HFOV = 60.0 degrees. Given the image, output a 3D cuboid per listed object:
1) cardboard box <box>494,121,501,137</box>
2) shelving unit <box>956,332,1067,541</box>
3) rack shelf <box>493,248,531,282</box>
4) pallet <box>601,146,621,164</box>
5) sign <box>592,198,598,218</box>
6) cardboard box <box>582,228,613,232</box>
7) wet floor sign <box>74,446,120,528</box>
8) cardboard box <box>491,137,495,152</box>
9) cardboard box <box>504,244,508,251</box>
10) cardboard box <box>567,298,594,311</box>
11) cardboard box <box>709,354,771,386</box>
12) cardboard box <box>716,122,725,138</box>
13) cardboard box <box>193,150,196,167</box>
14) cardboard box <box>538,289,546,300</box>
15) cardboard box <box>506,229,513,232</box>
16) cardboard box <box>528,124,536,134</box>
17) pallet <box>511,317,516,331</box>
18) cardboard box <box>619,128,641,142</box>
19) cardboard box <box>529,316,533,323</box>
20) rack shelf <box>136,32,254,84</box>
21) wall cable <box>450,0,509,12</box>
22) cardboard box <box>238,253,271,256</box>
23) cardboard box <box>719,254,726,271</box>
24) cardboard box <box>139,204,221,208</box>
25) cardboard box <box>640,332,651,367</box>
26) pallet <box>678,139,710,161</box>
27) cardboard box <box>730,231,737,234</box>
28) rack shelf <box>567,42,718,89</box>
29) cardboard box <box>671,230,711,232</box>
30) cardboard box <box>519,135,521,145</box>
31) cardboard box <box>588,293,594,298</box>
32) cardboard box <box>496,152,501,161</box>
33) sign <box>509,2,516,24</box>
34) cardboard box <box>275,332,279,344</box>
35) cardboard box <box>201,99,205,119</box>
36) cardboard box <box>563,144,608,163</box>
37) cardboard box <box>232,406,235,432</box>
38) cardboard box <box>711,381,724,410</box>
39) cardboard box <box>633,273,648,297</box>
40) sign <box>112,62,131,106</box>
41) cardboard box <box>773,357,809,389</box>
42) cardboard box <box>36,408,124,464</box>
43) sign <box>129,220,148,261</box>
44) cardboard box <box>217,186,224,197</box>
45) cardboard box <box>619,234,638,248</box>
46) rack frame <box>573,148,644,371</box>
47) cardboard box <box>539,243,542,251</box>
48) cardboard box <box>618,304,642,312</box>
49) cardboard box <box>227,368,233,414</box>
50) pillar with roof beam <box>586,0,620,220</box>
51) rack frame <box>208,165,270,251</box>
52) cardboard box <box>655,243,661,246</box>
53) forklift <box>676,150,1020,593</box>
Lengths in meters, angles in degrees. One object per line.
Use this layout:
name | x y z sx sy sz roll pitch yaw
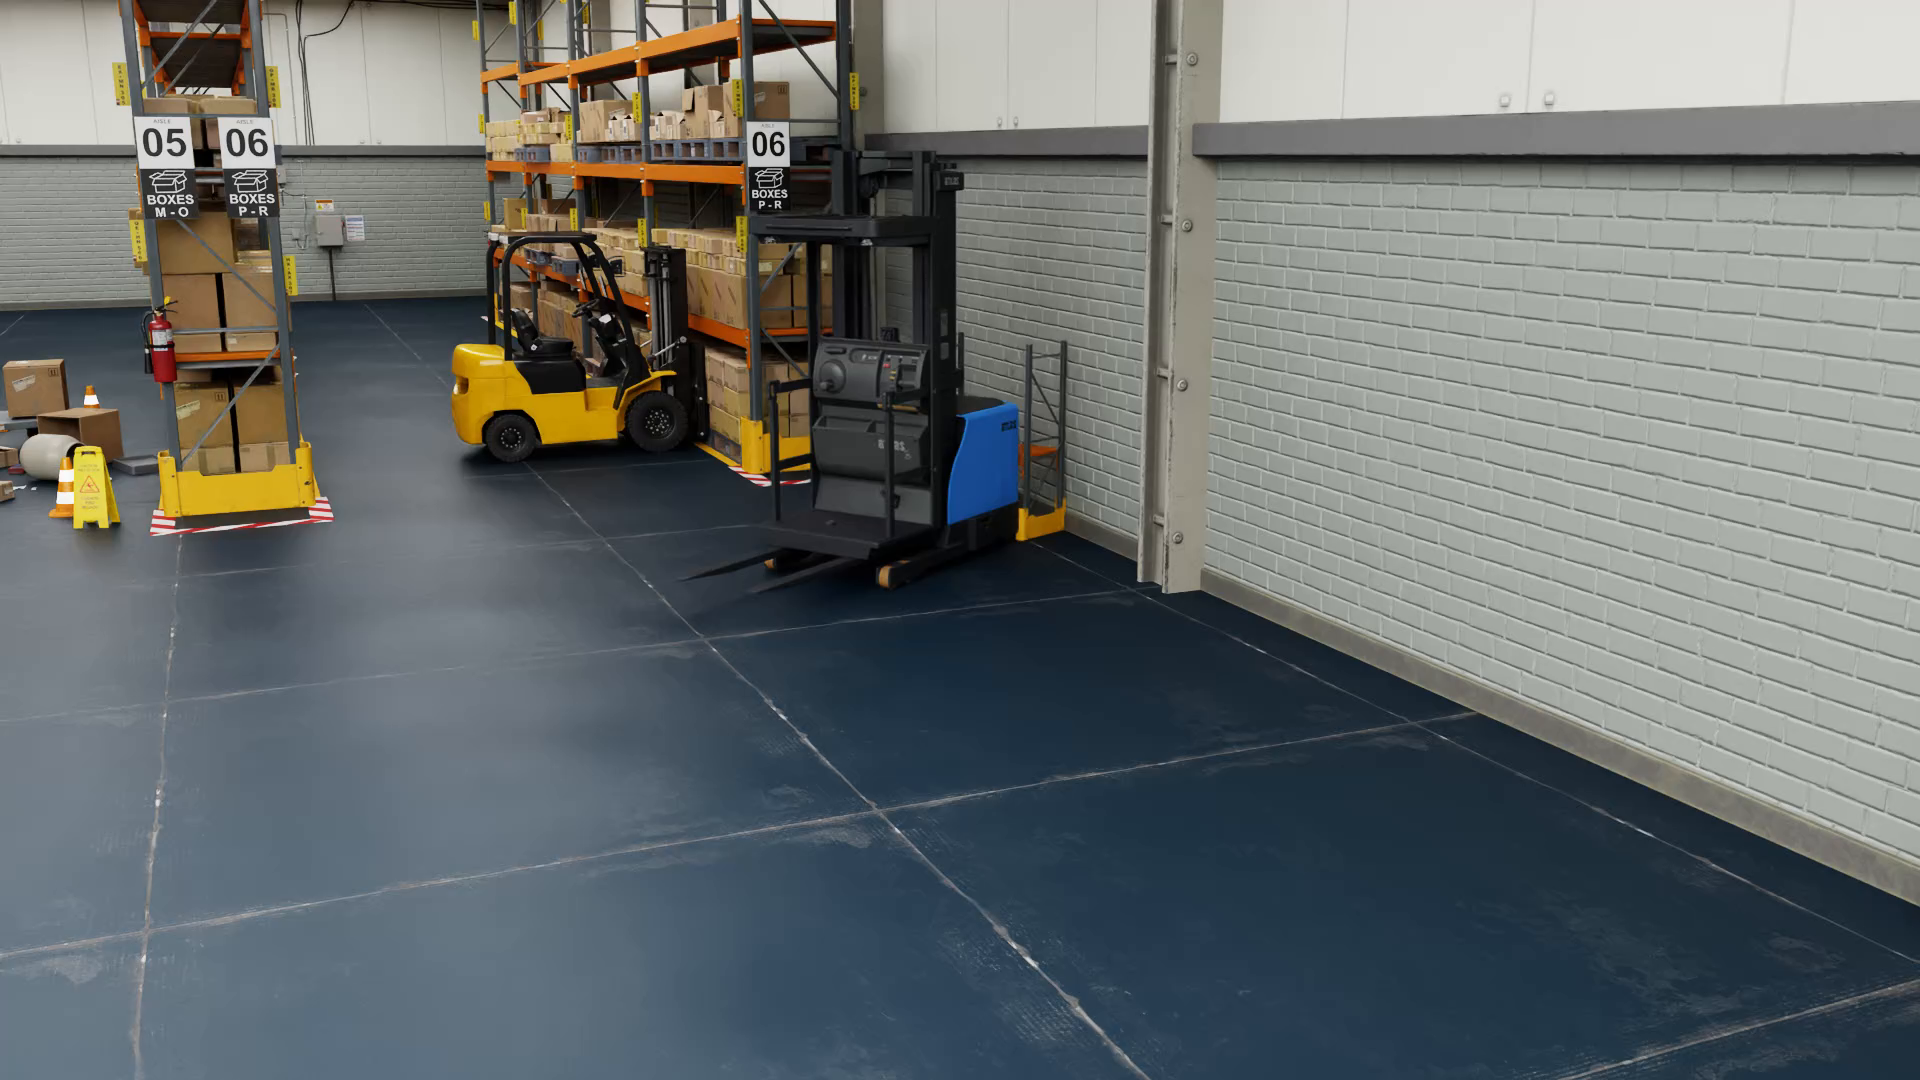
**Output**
cardboard box | -7.553 -6.924 28.046 0.500 0.250 0.500 -6 14 -24
shelving unit | 0.251 -0.848 13.177 1.083 1.500 0.587 10 15 37
rack shelf | -7.100 -4.707 28.152 1.077 0.370 4.000 -6 14 -23
pallet | -3.892 -4.825 20.830 1.003 0.211 1.213 -5 14 -20
sign | -5.792 -5.260 26.375 0.100 0.325 0.005 -6 14 -23
cardboard box | -4.839 -4.090 22.231 0.380 0.149 0.250 -5 14 -21
wet floor sign | -6.943 -0.433 13.311 0.267 0.644 0.232 -1 13 -4
cardboard box | -7.752 -6.785 28.553 0.500 0.250 0.500 -5 14 -22
cardboard box | -7.551 -4.985 28.314 0.380 0.149 0.250 -6 14 -25
cardboard box | -5.494 -3.422 24.178 0.380 0.149 0.250 -6 14 -24
cardboard box | -2.172 -1.689 16.466 0.500 0.250 0.500 -5 14 -22
cardboard box | -2.102 -3.901 15.826 0.380 0.149 0.250 -6 14 -25
cardboard box | -6.438 -3.104 13.532 0.380 0.149 0.250 -6 14 -23
cardboard box | -6.399 -3.849 26.023 0.380 0.149 0.250 -5 14 -20
cardboard box | -7.334 -5.112 27.980 0.500 0.250 0.500 -6 14 -24
cardboard box | -6.219 -6.125 24.773 0.380 0.149 0.250 -6 14 -24
pallet | -7.066 -3.680 28.304 1.003 0.211 1.213 -6 14 -23
cardboard box | -3.813 -4.784 19.639 0.380 0.149 0.250 -6 14 -23
cardboard box | -6.791 -3.549 26.942 0.380 0.149 0.250 -6 14 -25
rack shelf | -8.442 -5.333 18.439 1.077 0.370 4.000 -6 14 -23
wall cable | -8.989 -12.385 34.090 2.988 3.039 0.133 -6 14 -23
cardboard box | -7.023 -2.561 16.402 0.500 0.500 0.500 -5 14 -21
cardboard box | -2.154 -2.738 16.387 0.380 0.149 0.250 -6 14 -23
cardboard box | -7.303 -2.899 15.645 0.700 0.500 0.500 -6 14 -24
cardboard box | -3.314 -2.146 19.826 0.875 0.625 0.625 -5 14 -20
pallet | -2.244 -3.984 16.977 1.003 0.211 1.213 -6 14 -23
cardboard box | -2.266 -3.252 17.949 0.380 0.149 0.250 -6 14 -24
rack shelf | -3.896 -5.782 20.379 1.077 0.370 4.000 -6 14 -23
cardboard box | -2.941 -3.311 18.203 0.380 0.149 0.250 -6 14 -24
cardboard box | -6.544 -6.139 25.495 0.380 0.149 0.250 -5 14 -22
cardboard box | -5.484 -3.682 25.299 0.380 0.149 0.250 -5 14 -21
cardboard box | -7.653 -6.503 28.218 0.380 0.149 0.250 -6 14 -23
sign | -6.804 -8.016 25.299 0.100 0.325 0.005 -6 14 -23
cardboard box | -6.131 -1.796 14.533 0.380 0.149 0.250 -6 14 -25
cardboard box | -6.110 -3.586 13.849 0.380 0.149 0.250 -6 14 -23
cardboard box | -5.125 -5.291 22.757 0.500 0.250 0.500 -6 14 -25
cardboard box | -7.428 -1.152 16.362 0.500 0.250 0.500 -5 14 -20
cardboard box | -2.165 -1.451 16.544 0.500 0.250 0.500 -6 14 -24
cardboard box | -3.536 -2.999 19.509 0.500 0.250 0.500 -5 14 -22
sign | -6.555 -3.563 12.996 0.100 0.325 0.005 -6 14 -23
cardboard box | -1.511 -1.634 16.226 0.500 0.250 0.500 -6 14 -24
cardboard box | -8.459 -0.982 15.998 0.500 0.500 0.500 4 14 16
sign | -6.555 -2.388 13.268 0.100 0.325 0.005 -6 14 -23
cardboard box | -10.852 -5.187 24.753 0.380 0.149 0.250 -5 14 -22
cardboard box | -3.974 -3.668 20.407 0.380 0.149 0.250 -5 14 -22
rack frame | -4.697 -3.818 22.715 1.000 3.000 0.127 -6 14 -23
cardboard box | -6.094 -4.462 24.863 0.396 0.266 0.258 -5 14 -20
cardboard box | -4.620 -3.257 23.463 0.380 0.149 0.250 -5 14 -20
cardboard box | -7.221 -1.410 15.813 0.500 0.500 0.500 -5 14 -20
pillar with roof beam | -9.697 -7.404 24.902 9.100 9.000 0.400 -6 14 -23
rack frame | -7.641 -2.543 17.204 1.000 3.000 0.127 -6 14 -23
cardboard box | -3.208 -3.267 18.672 0.380 0.149 0.250 -6 14 -24
forklift | -0.753 -1.209 11.595 1.130 2.935 3.031 8 15 31
